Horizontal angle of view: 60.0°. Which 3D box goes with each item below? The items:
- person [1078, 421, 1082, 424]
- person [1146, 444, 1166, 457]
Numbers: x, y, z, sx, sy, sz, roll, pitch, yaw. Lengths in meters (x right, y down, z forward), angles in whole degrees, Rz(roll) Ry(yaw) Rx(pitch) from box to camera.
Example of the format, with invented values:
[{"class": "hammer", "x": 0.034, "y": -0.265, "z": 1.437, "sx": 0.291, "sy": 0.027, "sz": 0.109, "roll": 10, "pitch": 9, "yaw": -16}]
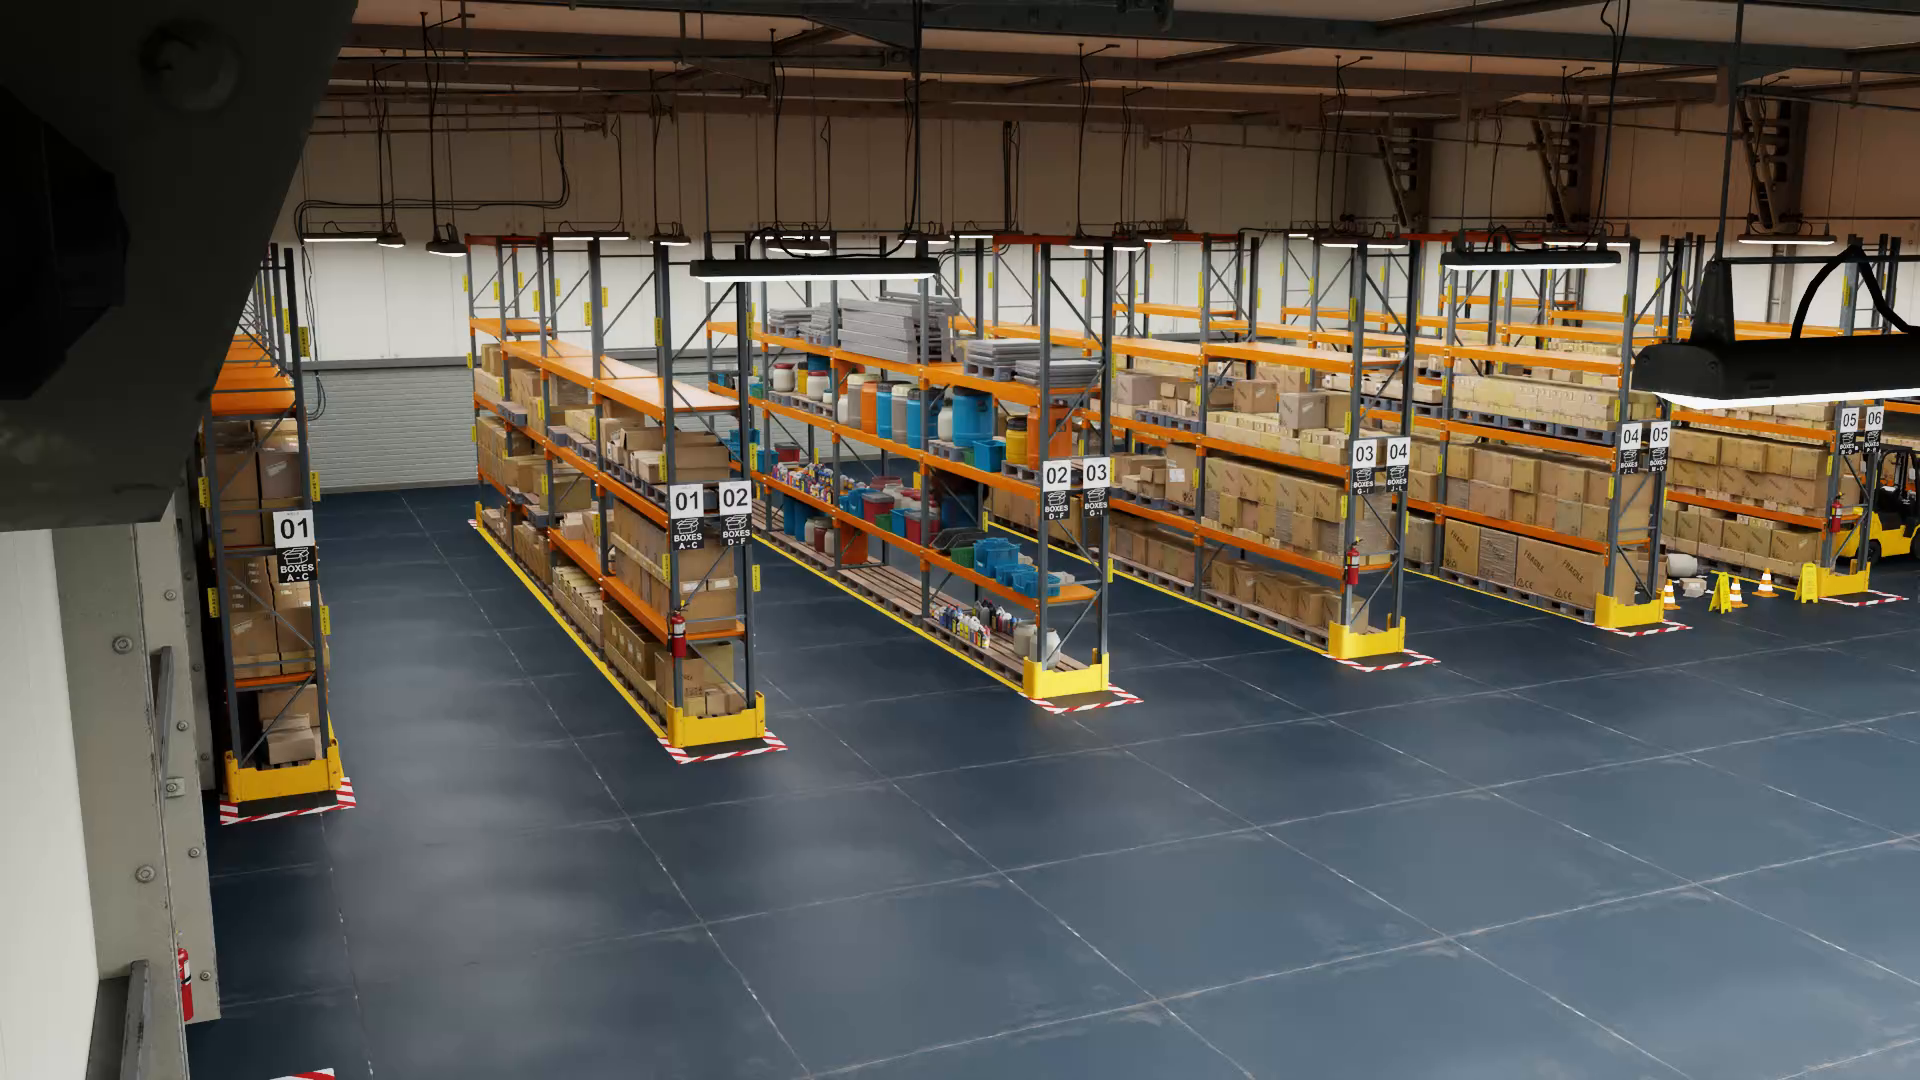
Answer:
[{"class": "person", "x": 2.999, "y": -2.339, "z": 40.952, "sx": 0.632, "sy": 1.619, "sz": 0.801, "roll": 8, "pitch": 13, "yaw": 35}, {"class": "person", "x": 4.949, "y": -2.476, "z": 41.583, "sx": 0.652, "sy": 1.689, "sz": 0.620, "roll": 9, "pitch": 14, "yaw": 39}]
